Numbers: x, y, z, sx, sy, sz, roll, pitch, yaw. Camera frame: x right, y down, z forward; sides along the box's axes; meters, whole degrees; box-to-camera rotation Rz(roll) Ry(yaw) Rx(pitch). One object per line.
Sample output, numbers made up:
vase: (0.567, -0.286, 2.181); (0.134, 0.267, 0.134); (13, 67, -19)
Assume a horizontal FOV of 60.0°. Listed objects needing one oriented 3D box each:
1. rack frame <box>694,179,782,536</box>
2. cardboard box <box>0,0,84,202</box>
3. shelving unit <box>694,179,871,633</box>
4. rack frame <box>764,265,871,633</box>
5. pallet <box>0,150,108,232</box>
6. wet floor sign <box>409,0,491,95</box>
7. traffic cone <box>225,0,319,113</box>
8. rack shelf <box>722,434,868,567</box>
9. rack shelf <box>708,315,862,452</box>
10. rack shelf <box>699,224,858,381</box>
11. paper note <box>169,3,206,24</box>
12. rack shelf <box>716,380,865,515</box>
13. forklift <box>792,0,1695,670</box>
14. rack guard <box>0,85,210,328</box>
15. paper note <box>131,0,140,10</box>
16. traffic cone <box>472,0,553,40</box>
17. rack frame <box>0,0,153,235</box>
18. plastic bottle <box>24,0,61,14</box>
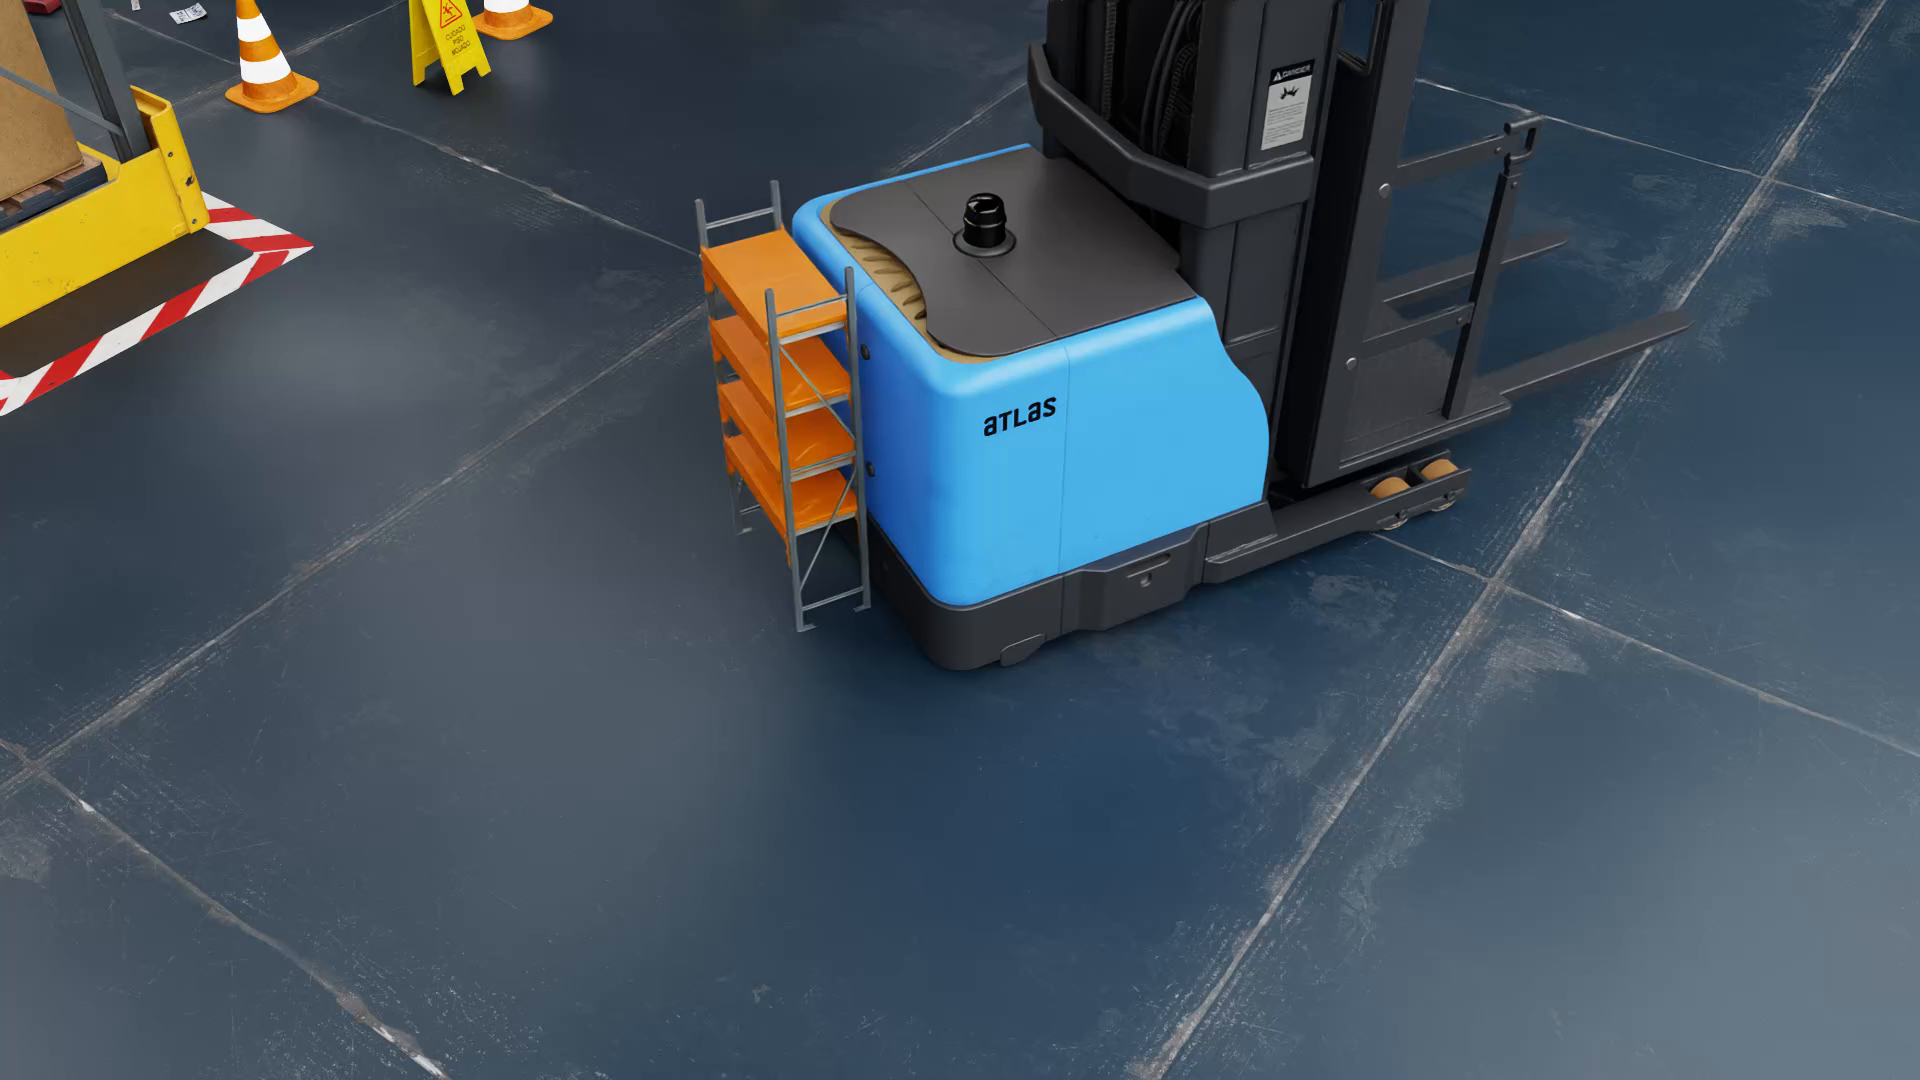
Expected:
rack frame: (-0.604, -0.499, 4.908); (0.240, 1.200, 0.015); (-19, 45, -20)
cardboard box: (-4.076, -1.749, 6.233); (0.875, 0.875, 0.875); (25, 48, 26)
shelving unit: (-0.492, -0.355, 4.747); (0.258, 1.200, 0.503); (-19, 45, -20)
rack frame: (-0.379, -0.211, 4.585); (0.240, 1.200, 0.015); (-19, 45, -20)
pallet: (-4.183, -1.385, 6.639); (1.213, 0.211, 1.003); (25, 48, 25)
wet floor sign: (-2.322, -2.353, 7.396); (0.232, 0.644, 0.267); (17, 45, 18)
traffic cone: (-3.102, -2.194, 7.355); (0.334, 0.463, 0.336); (25, 48, 25)
rack shelf: (-0.491, -0.157, 4.924); (0.258, 0.148, 0.480); (-19, 45, -20)
rack shelf: (-0.492, -0.472, 4.642); (0.258, 0.148, 0.480); (-19, 45, -20)
rack shelf: (-0.492, -0.648, 4.484); (0.258, 0.148, 0.480); (-19, 45, -20)
paper note: (-3.758, -2.565, 8.095); (0.144, 0.017, 0.142); (-25, 48, -25)
rack shelf: (-0.491, -0.305, 4.792); (0.258, 0.148, 0.480); (-19, 45, -20)
forklift: (1.056, -1.419, 4.638); (3.031, 2.935, 1.130); (-19, 45, -20)
rack guard: (-3.463, -1.220, 6.238); (0.348, 0.500, 1.175); (25, 48, 25)
paper note: (-4.060, -2.636, 8.188); (0.032, 0.001, 0.123); (-17, 45, -18)
traffic cone: (-2.175, -2.680, 7.898); (0.334, 0.463, 0.336); (25, 48, 25)
rack frame: (-3.483, -2.160, 5.415); (0.127, 3.000, 1.000); (25, 48, 25)
plastic bottle: (-4.467, -2.684, 8.204); (0.133, 0.061, 0.283); (10, 43, 11)
